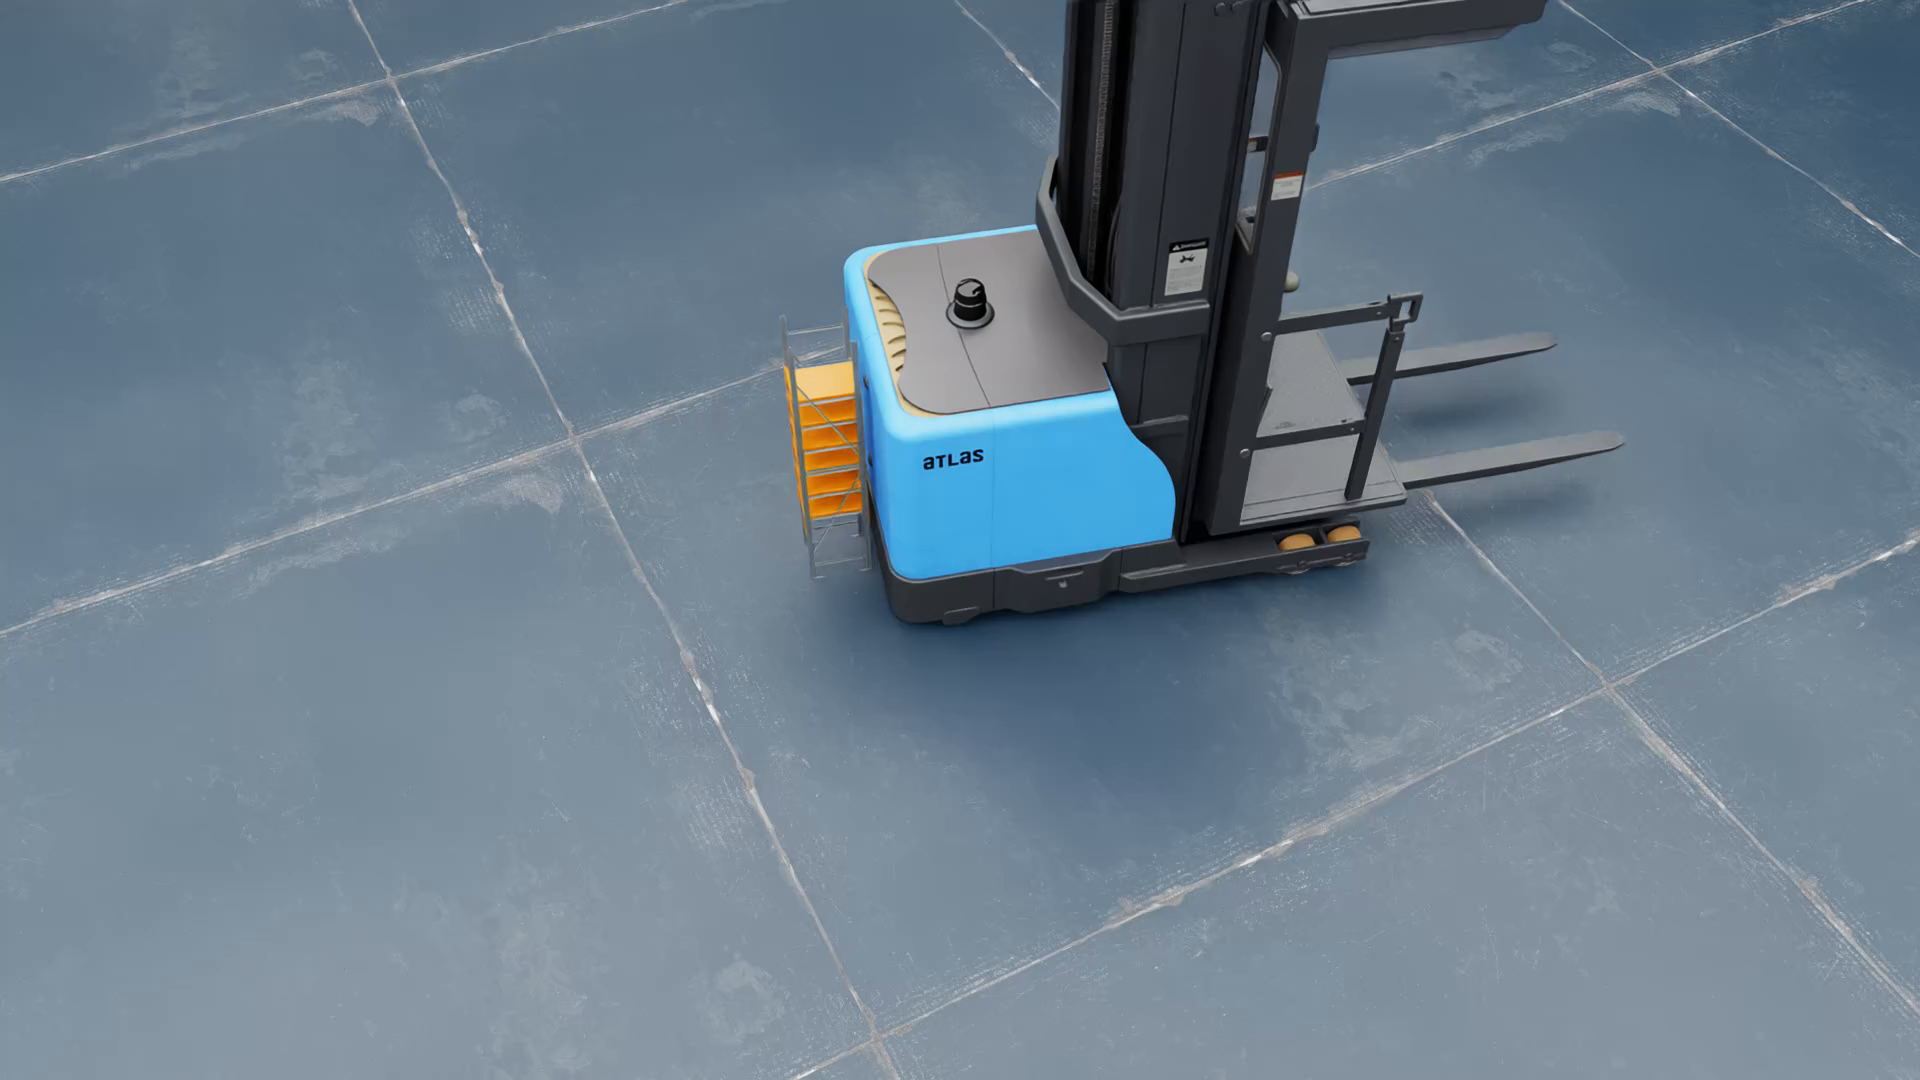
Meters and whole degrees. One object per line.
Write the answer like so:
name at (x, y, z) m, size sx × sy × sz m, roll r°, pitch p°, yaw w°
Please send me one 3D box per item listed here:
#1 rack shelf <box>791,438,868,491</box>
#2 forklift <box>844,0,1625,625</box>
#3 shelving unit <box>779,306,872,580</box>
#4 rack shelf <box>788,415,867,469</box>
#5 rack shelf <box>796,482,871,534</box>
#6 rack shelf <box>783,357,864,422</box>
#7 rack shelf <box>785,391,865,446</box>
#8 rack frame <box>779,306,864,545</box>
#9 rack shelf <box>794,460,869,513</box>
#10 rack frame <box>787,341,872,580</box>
rack shelf at (-0.484, -0.298, 6.165) m, size 0.258 × 0.103 × 0.180 m, roll -9°, pitch 49°, yaw -8°
forklift at (1.127, -1.214, 5.757) m, size 3.031 × 2.935 × 1.130 m, roll -9°, pitch 49°, yaw -8°
shelving unit at (-0.484, -0.327, 6.132) m, size 0.258 × 1.200 × 0.189 m, roll -9°, pitch 49°, yaw -8°
rack shelf at (-0.484, -0.377, 6.075) m, size 0.258 × 0.103 × 0.180 m, roll -9°, pitch 49°, yaw -8°
rack shelf at (-0.484, -0.140, 6.346) m, size 0.258 × 0.103 × 0.180 m, roll -9°, pitch 49°, yaw -8°
rack shelf at (-0.485, -0.535, 5.894) m, size 0.258 × 0.103 × 0.180 m, roll -9°, pitch 49°, yaw -8°
rack shelf at (-0.485, -0.456, 5.984) m, size 0.258 × 0.103 × 0.180 m, roll -9°, pitch 49°, yaw -8°
rack frame at (-0.504, -0.395, 6.190) m, size 0.240 × 1.200 × 0.006 m, roll -9°, pitch 49°, yaw -8°
rack shelf at (-0.484, -0.219, 6.255) m, size 0.258 × 0.103 × 0.180 m, roll -9°, pitch 49°, yaw -8°
rack frame at (-0.465, -0.260, 6.073) m, size 0.240 × 1.200 × 0.006 m, roll -9°, pitch 49°, yaw -8°
